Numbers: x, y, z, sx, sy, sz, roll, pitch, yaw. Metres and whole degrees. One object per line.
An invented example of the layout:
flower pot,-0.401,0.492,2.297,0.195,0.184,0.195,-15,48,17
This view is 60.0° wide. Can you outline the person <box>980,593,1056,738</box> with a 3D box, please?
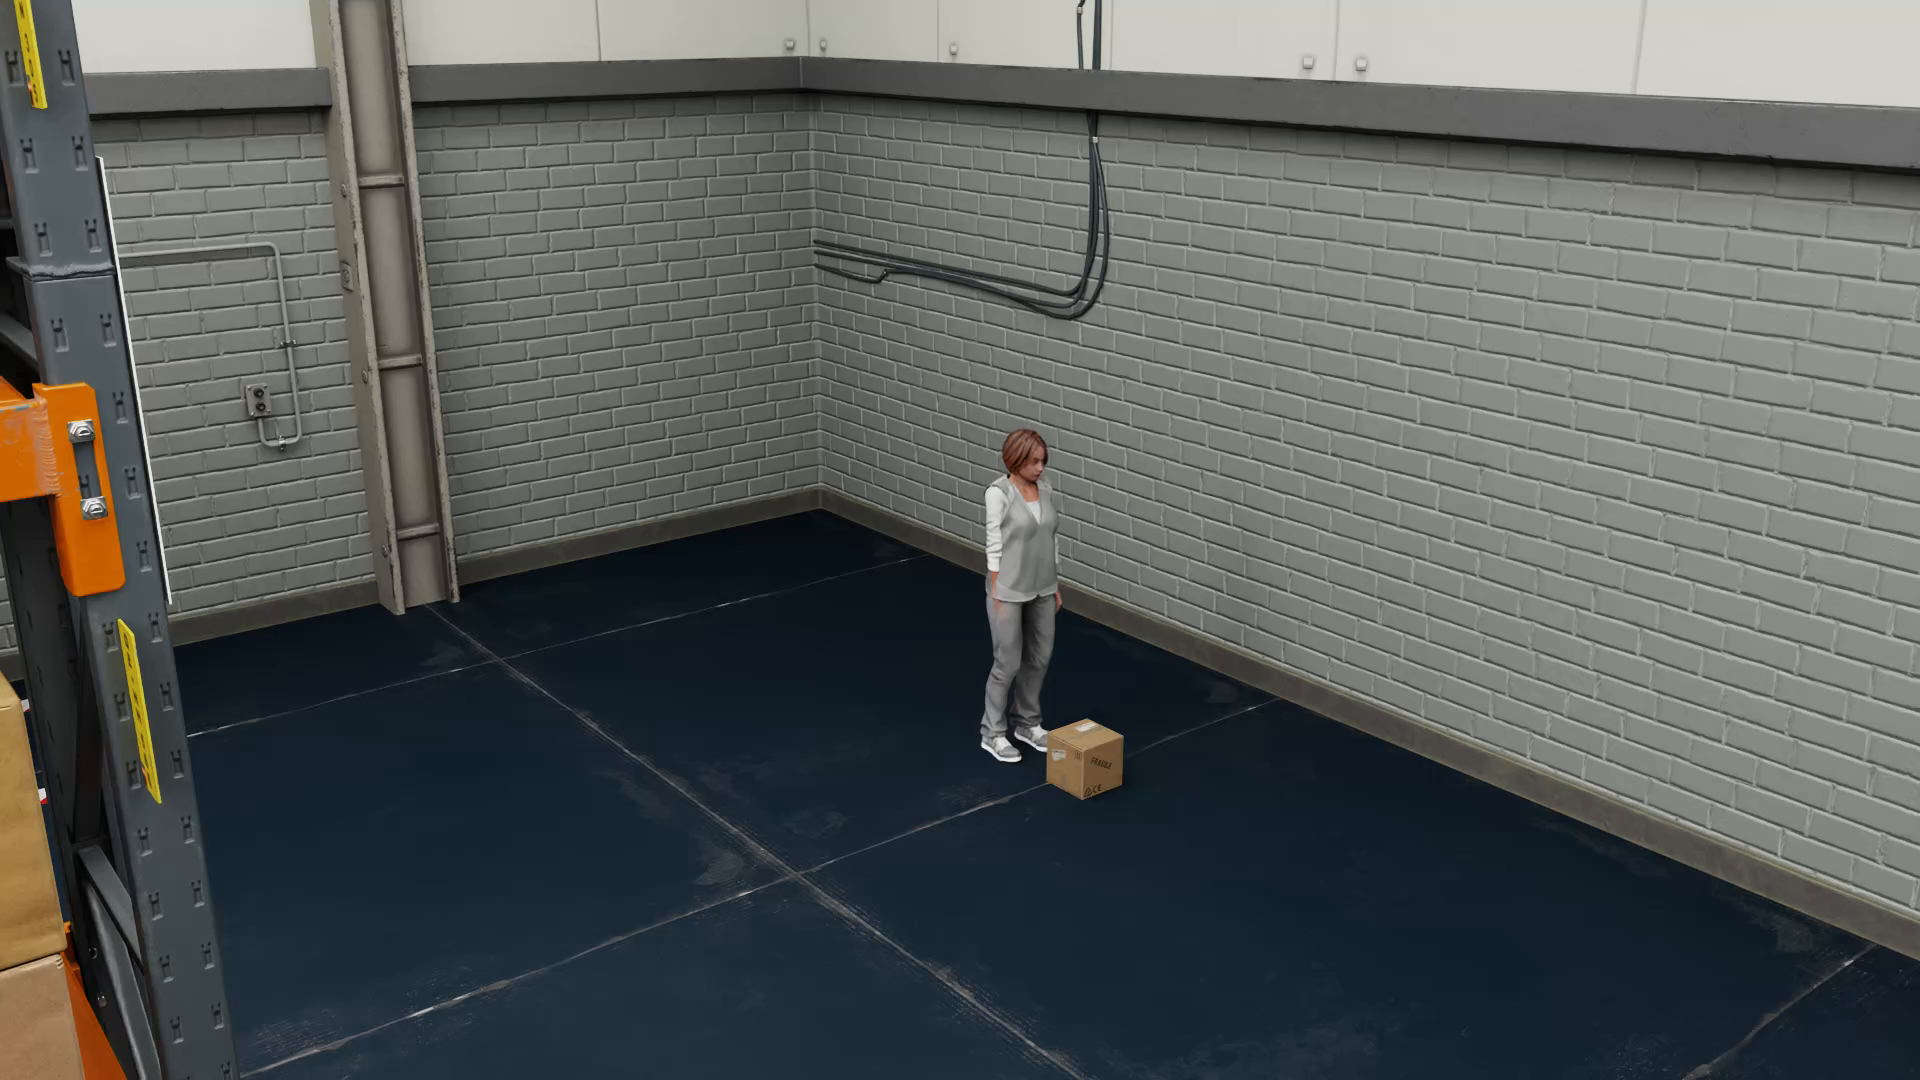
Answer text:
person,0.275,0.525,7.898,0.354,0.877,0.278,-13,22,-35
